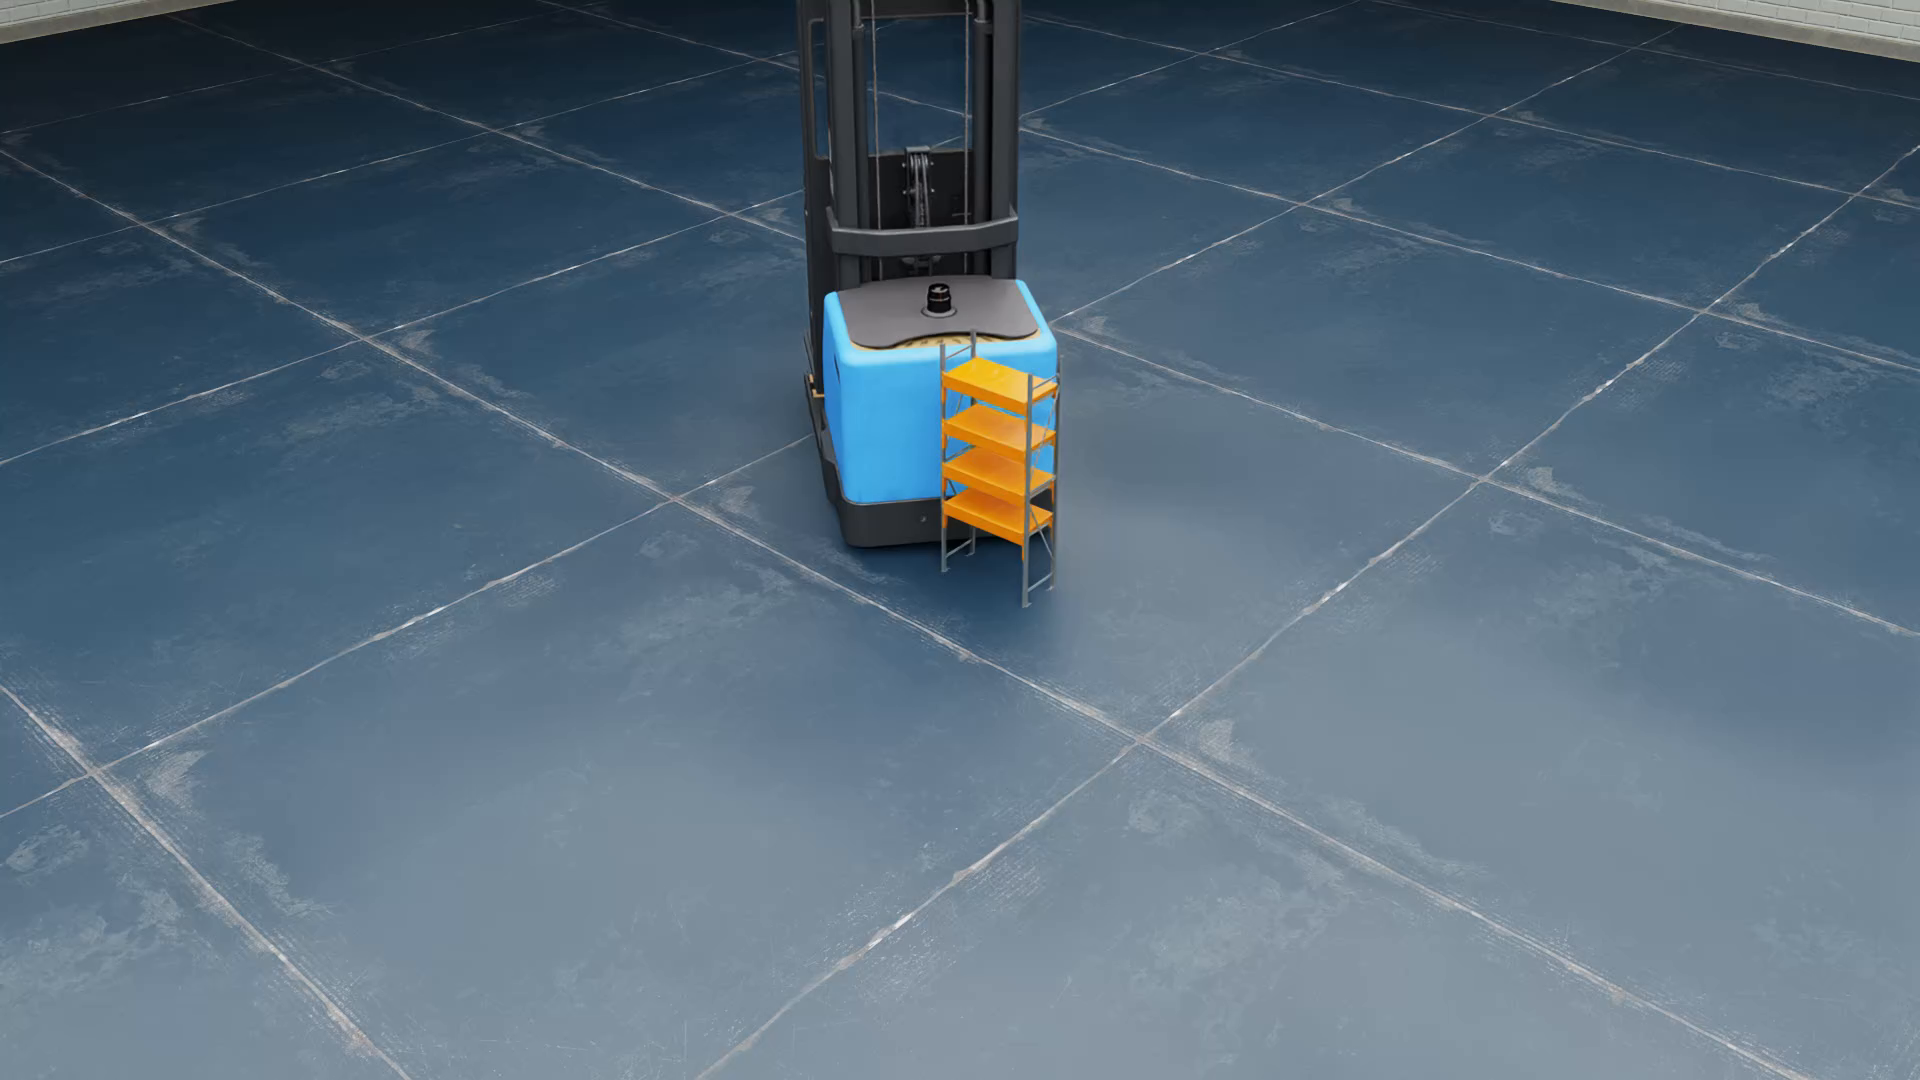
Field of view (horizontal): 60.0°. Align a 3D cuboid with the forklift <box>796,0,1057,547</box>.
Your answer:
[{"bbox_3d":[-0.288,-1.965,8.673,1.130,2.935,3.031,-5,31,-8],"label":"forklift"}]

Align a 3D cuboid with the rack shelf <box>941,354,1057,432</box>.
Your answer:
[{"bbox_3d":[0.181,-0.660,7.421,0.480,0.148,0.258,23,38,33],"label":"rack shelf"}]

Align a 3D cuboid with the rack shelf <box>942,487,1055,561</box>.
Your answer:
[{"bbox_3d":[0.181,-0.095,7.761,0.480,0.148,0.258,23,38,33],"label":"rack shelf"}]

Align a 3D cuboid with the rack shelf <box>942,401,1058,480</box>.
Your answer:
[{"bbox_3d":[0.181,-0.457,7.543,0.480,0.148,0.258,23,38,33],"label":"rack shelf"}]

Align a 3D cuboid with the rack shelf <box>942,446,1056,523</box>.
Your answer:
[{"bbox_3d":[0.181,-0.266,7.658,0.480,0.148,0.258,23,38,33],"label":"rack shelf"}]

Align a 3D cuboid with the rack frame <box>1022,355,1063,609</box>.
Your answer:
[{"bbox_3d":[0.370,-0.244,7.491,0.015,1.200,0.240,23,38,33],"label":"rack frame"}]

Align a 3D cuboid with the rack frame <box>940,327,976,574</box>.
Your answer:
[{"bbox_3d":[-0.008,-0.403,7.756,0.015,1.200,0.240,23,38,33],"label":"rack frame"}]

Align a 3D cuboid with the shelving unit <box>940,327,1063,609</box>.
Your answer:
[{"bbox_3d":[0.181,-0.323,7.623,0.503,1.200,0.258,23,38,33],"label":"shelving unit"}]
